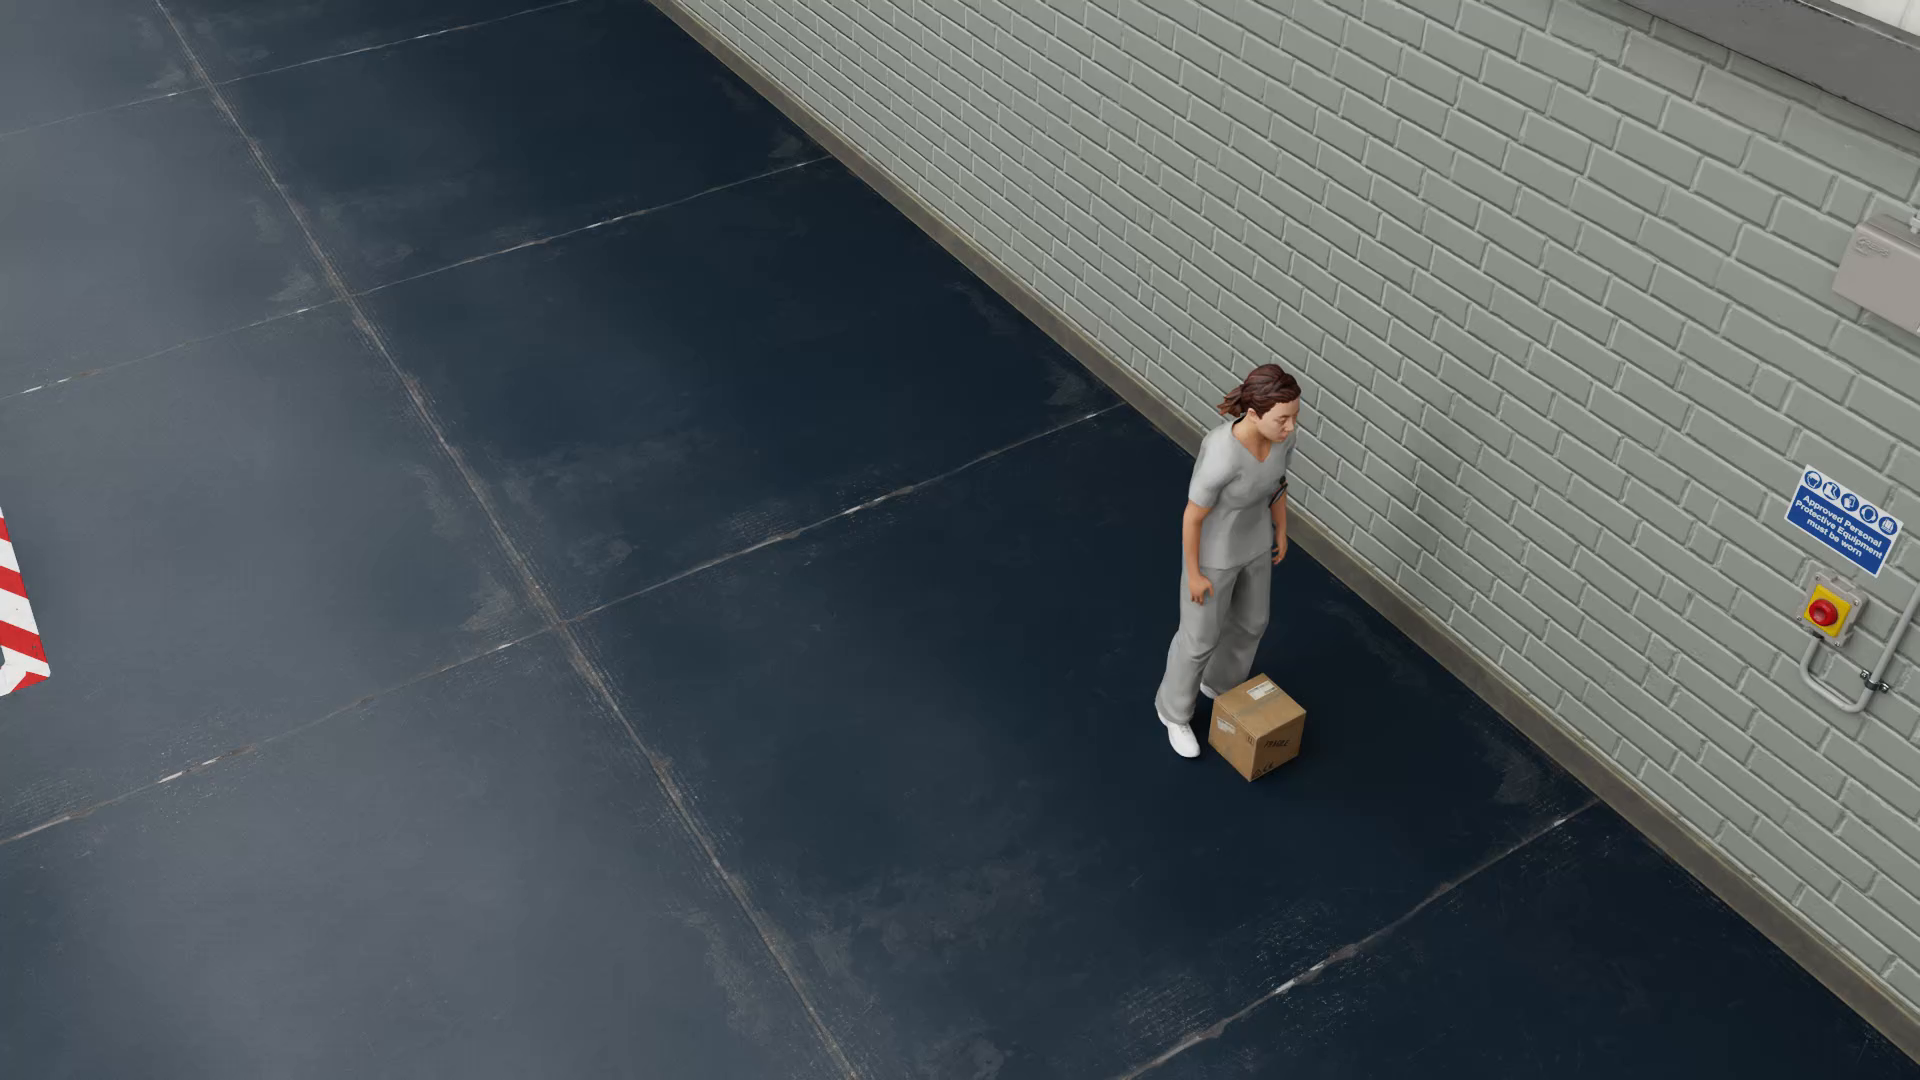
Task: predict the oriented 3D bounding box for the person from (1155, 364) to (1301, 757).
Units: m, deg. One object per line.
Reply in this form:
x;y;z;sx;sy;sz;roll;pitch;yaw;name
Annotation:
0.998;0.053;6.098;0.516;1.672;0.354;-25;47;-26;person
